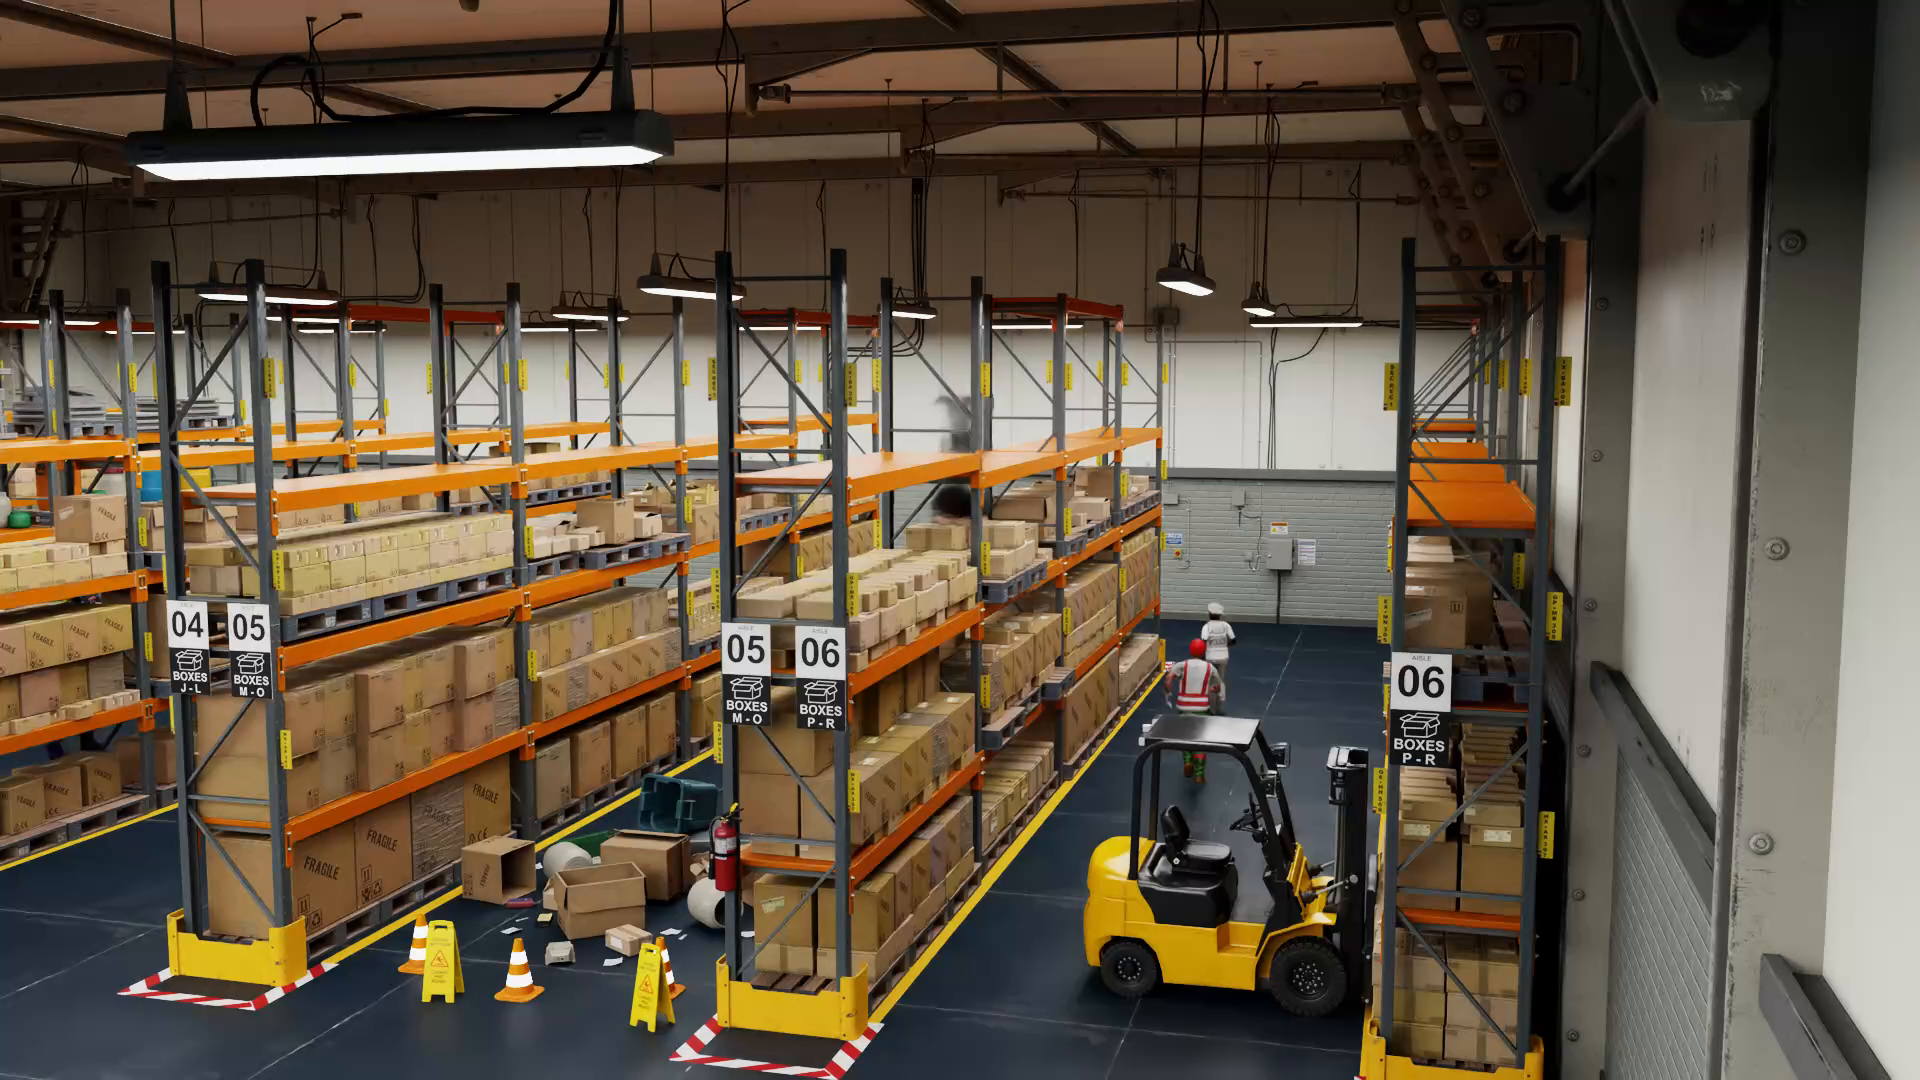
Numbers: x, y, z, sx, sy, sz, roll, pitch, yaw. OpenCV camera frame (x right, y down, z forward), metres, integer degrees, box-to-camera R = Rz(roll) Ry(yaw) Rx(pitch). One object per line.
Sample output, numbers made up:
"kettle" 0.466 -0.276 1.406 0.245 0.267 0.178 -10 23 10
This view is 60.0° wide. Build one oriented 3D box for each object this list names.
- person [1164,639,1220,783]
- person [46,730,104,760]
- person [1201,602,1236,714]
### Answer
"person" 2.869 2.104 20.530 0.671 1.783 0.884 1 6 12
"person" -10.920 2.202 20.537 0.619 1.670 0.844 2 6 14
"person" 3.764 1.768 24.352 0.575 1.699 0.758 -1 6 -8
